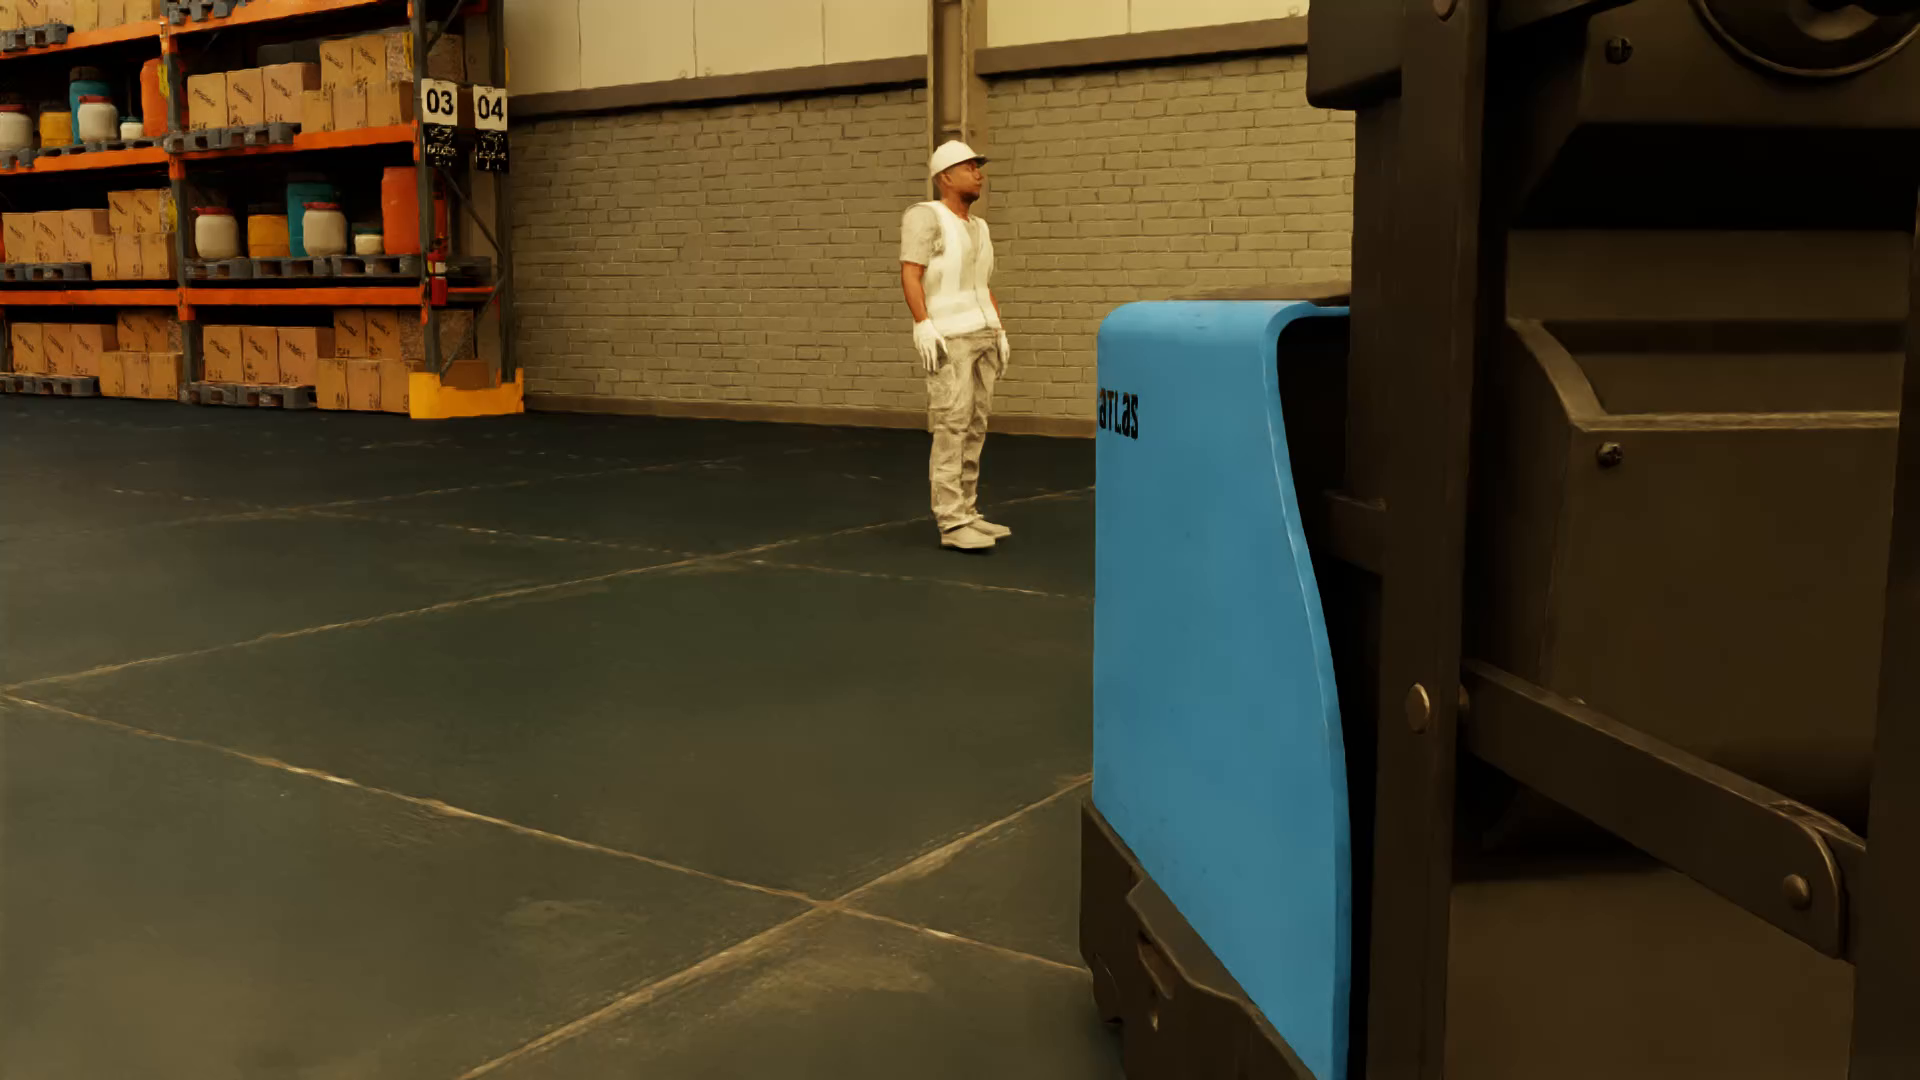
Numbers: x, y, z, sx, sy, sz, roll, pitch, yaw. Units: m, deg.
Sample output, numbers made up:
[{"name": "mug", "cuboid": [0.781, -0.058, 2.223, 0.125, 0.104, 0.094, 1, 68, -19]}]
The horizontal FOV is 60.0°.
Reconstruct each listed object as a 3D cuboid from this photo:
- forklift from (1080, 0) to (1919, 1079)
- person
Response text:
[{"name": "forklift", "cuboid": [0.937, -0.554, 1.085, 1.130, 2.935, 3.031, -1, 8, -9]}, {"name": "person", "cuboid": [0.055, -0.883, 7.431, 0.576, 1.782, 0.655, 5, 10, 34]}]
